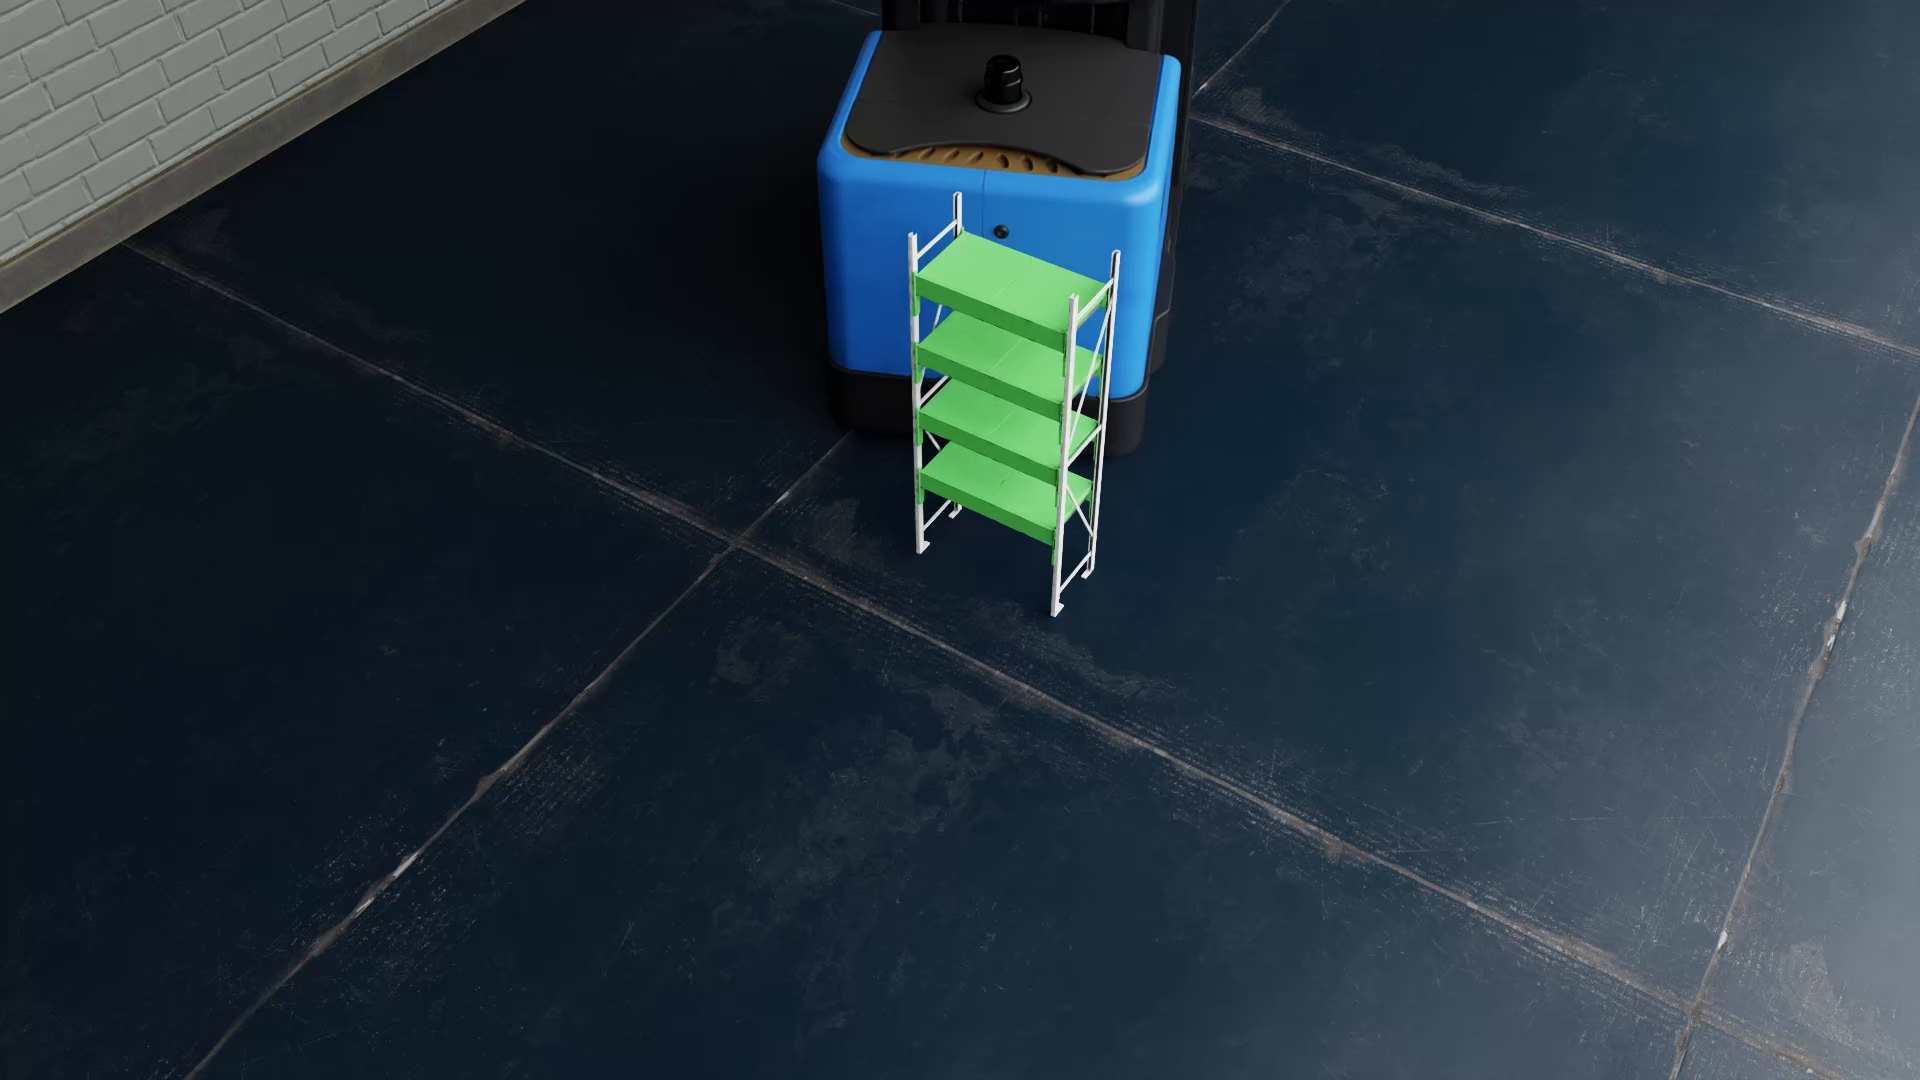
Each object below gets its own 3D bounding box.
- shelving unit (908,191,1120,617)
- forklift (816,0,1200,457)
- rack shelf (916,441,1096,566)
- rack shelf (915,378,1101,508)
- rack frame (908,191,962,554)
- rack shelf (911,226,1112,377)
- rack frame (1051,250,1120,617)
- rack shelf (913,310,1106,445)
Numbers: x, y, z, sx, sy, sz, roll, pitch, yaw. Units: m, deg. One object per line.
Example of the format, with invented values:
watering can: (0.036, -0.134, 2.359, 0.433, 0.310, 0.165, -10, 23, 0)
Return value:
shelving unit: (0.139, -0.354, 4.757, 0.503, 1.200, 0.258, 25, 51, 22)
forklift: (0.313, -2.363, 5.503, 1.130, 2.935, 3.031, 7, 46, 7)
rack shelf: (0.139, -0.142, 4.975, 0.480, 0.148, 0.258, 25, 51, 22)
rack shelf: (0.139, -0.310, 4.803, 0.480, 0.148, 0.258, 25, 51, 22)
rack frame: (-0.066, -0.449, 4.849, 0.015, 1.200, 0.240, 25, 51, 22)
rack shelf: (0.139, -0.644, 4.459, 0.480, 0.148, 0.258, 25, 51, 22)
rack frame: (0.345, -0.260, 4.666, 0.015, 1.200, 0.240, 25, 51, 22)
rack shelf: (0.139, -0.477, 4.631, 0.480, 0.148, 0.258, 25, 51, 22)
